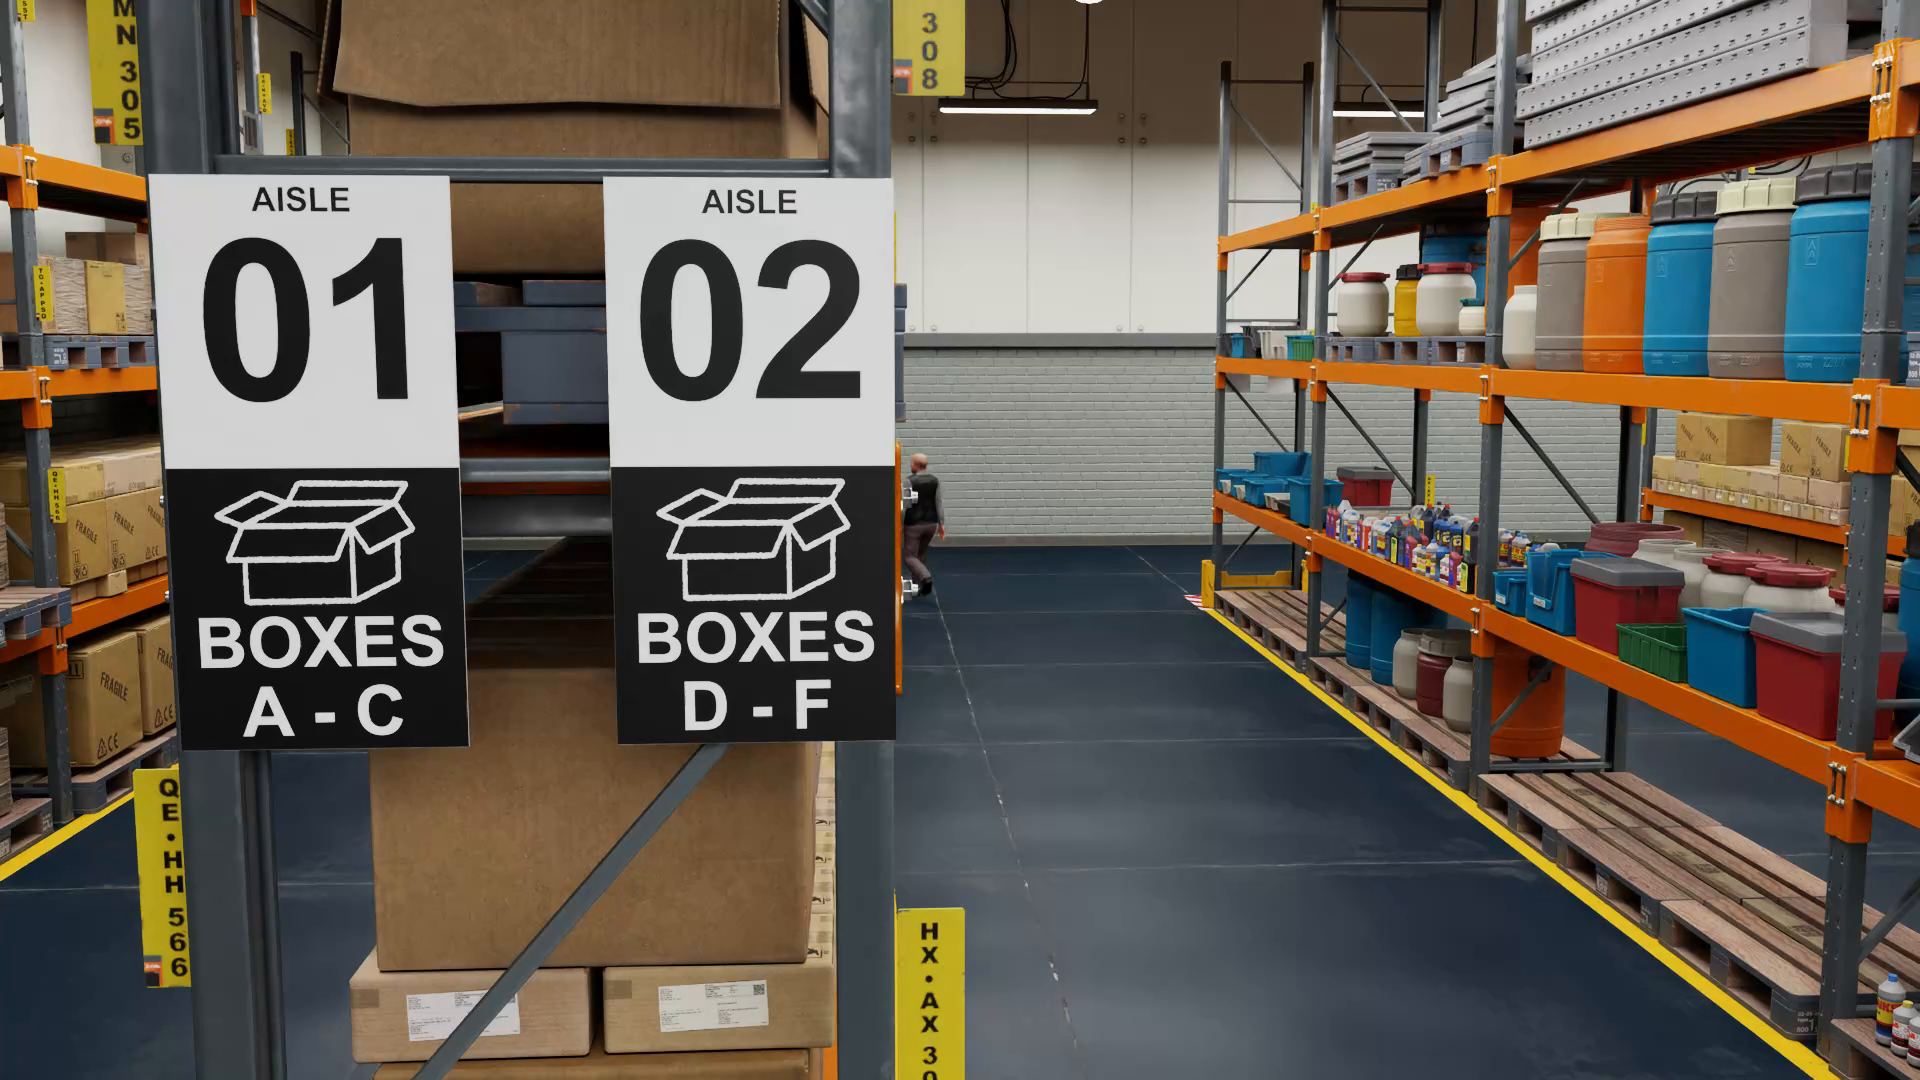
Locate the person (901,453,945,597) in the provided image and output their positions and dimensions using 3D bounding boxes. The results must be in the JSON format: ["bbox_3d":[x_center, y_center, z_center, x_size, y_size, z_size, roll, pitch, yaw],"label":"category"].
[{"bbox_3d":[-0.466,-0.157,19.247,0.572,1.697,0.906,-4,8,-31],"label":"person"}]
